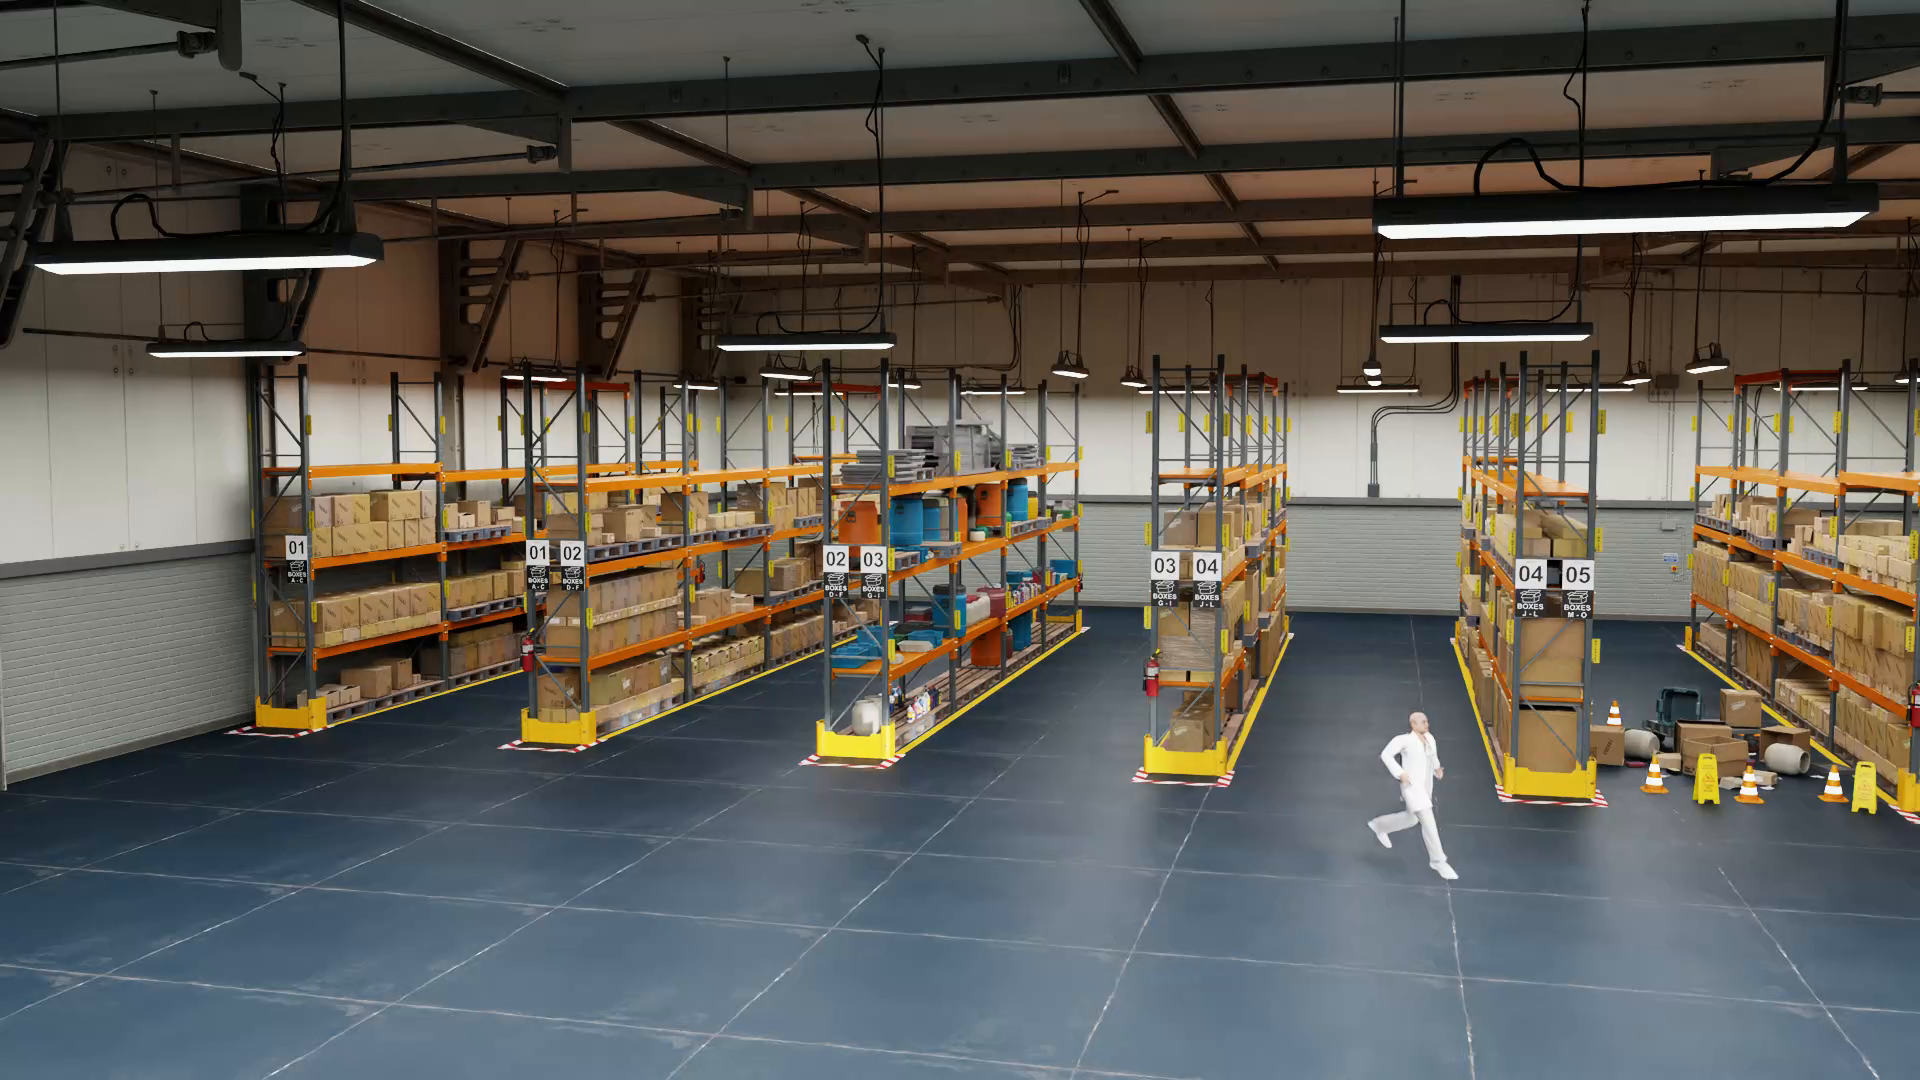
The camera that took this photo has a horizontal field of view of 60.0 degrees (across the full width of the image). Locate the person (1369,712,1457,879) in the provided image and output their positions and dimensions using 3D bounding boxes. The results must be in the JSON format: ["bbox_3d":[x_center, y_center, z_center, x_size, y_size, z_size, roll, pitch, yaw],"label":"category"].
[{"bbox_3d":[5.146,2.830,18.818,0.672,1.791,1.221,-4,5,-44],"label":"person"}]

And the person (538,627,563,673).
[{"bbox_3d":[-7.350,2.118,30.208,0.613,1.704,0.711,1,4,12],"label":"person"}]
